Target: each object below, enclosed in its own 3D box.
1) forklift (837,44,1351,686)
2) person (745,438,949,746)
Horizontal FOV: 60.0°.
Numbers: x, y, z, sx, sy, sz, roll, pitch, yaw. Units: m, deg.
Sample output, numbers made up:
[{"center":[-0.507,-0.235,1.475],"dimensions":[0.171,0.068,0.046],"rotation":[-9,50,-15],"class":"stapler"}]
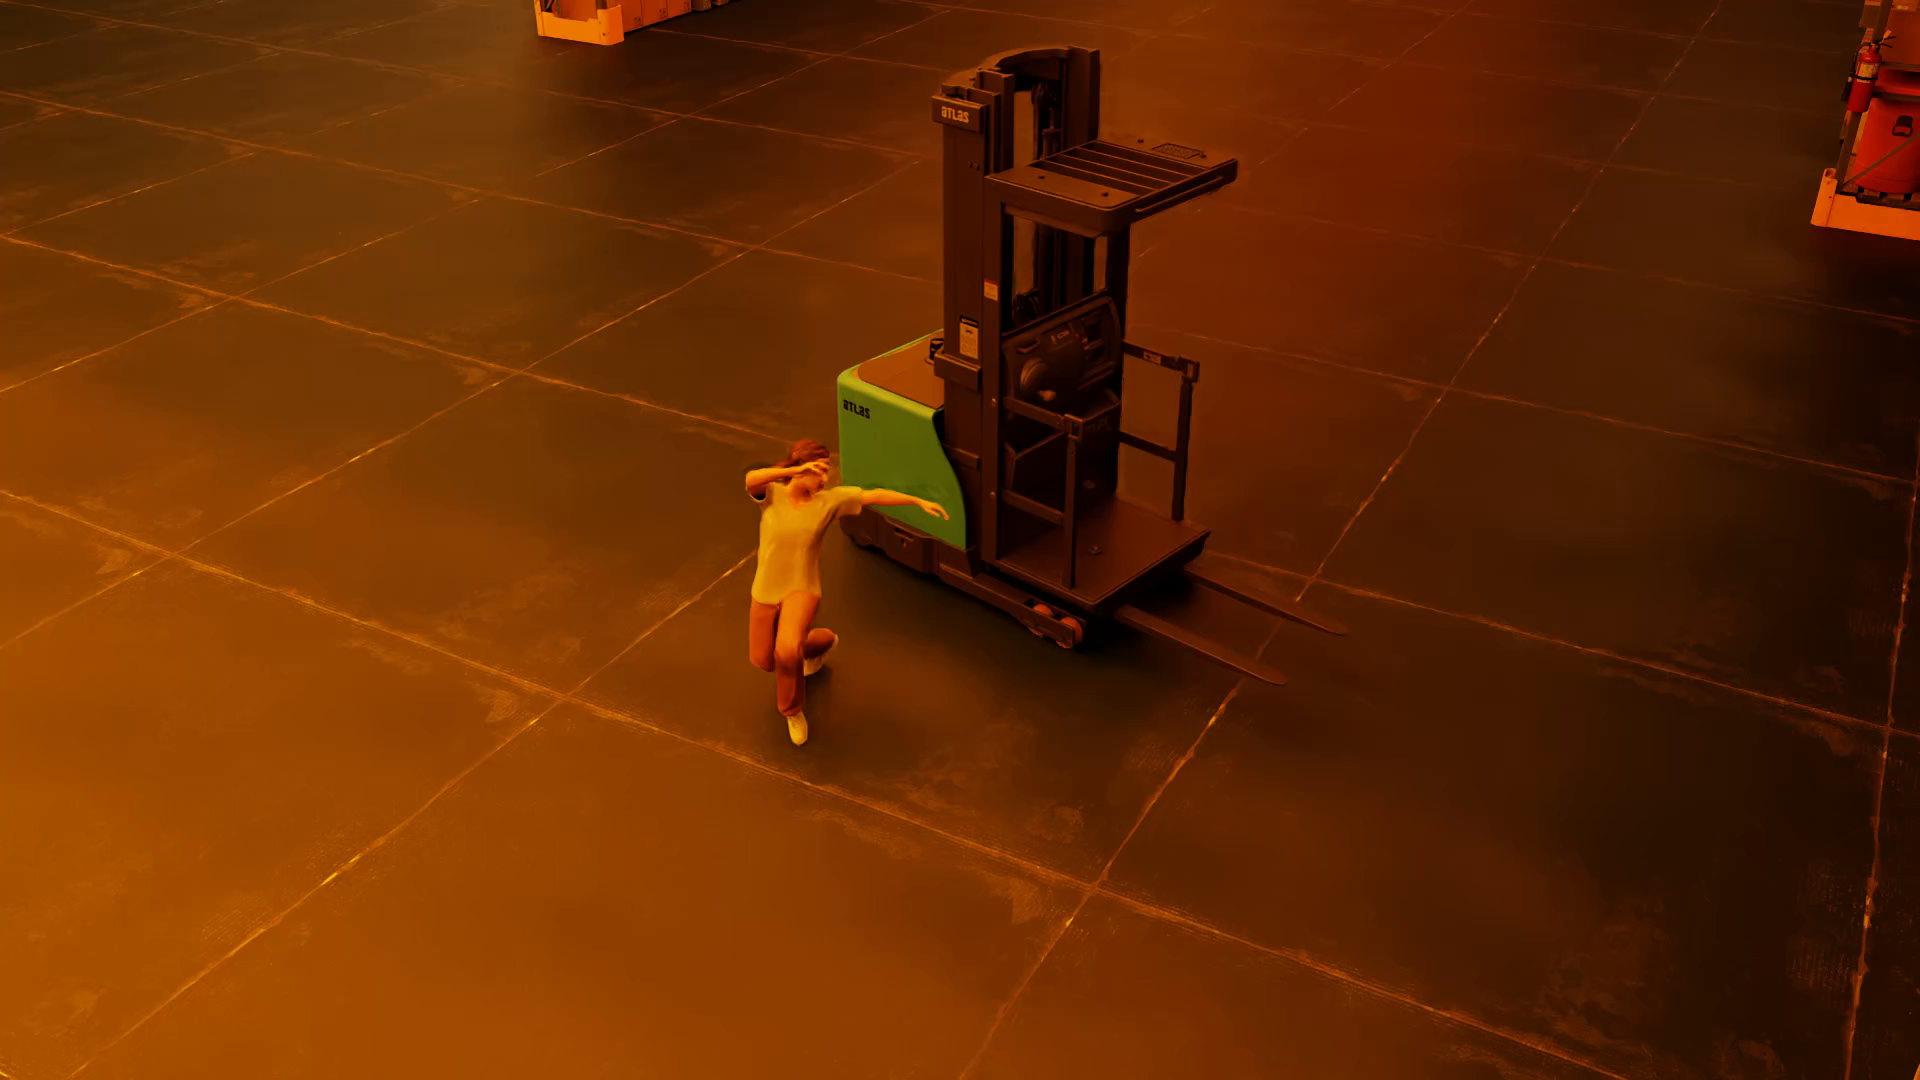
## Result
[{"center":[0.709,-0.979,8.768],"dimensions":[3.031,2.935,1.130],"rotation":[24,38,35],"class":"forklift"},{"center":[-0.588,0.250,8.175],"dimensions":[0.959,1.408,0.871],"rotation":[5,30,9],"class":"person"}]
